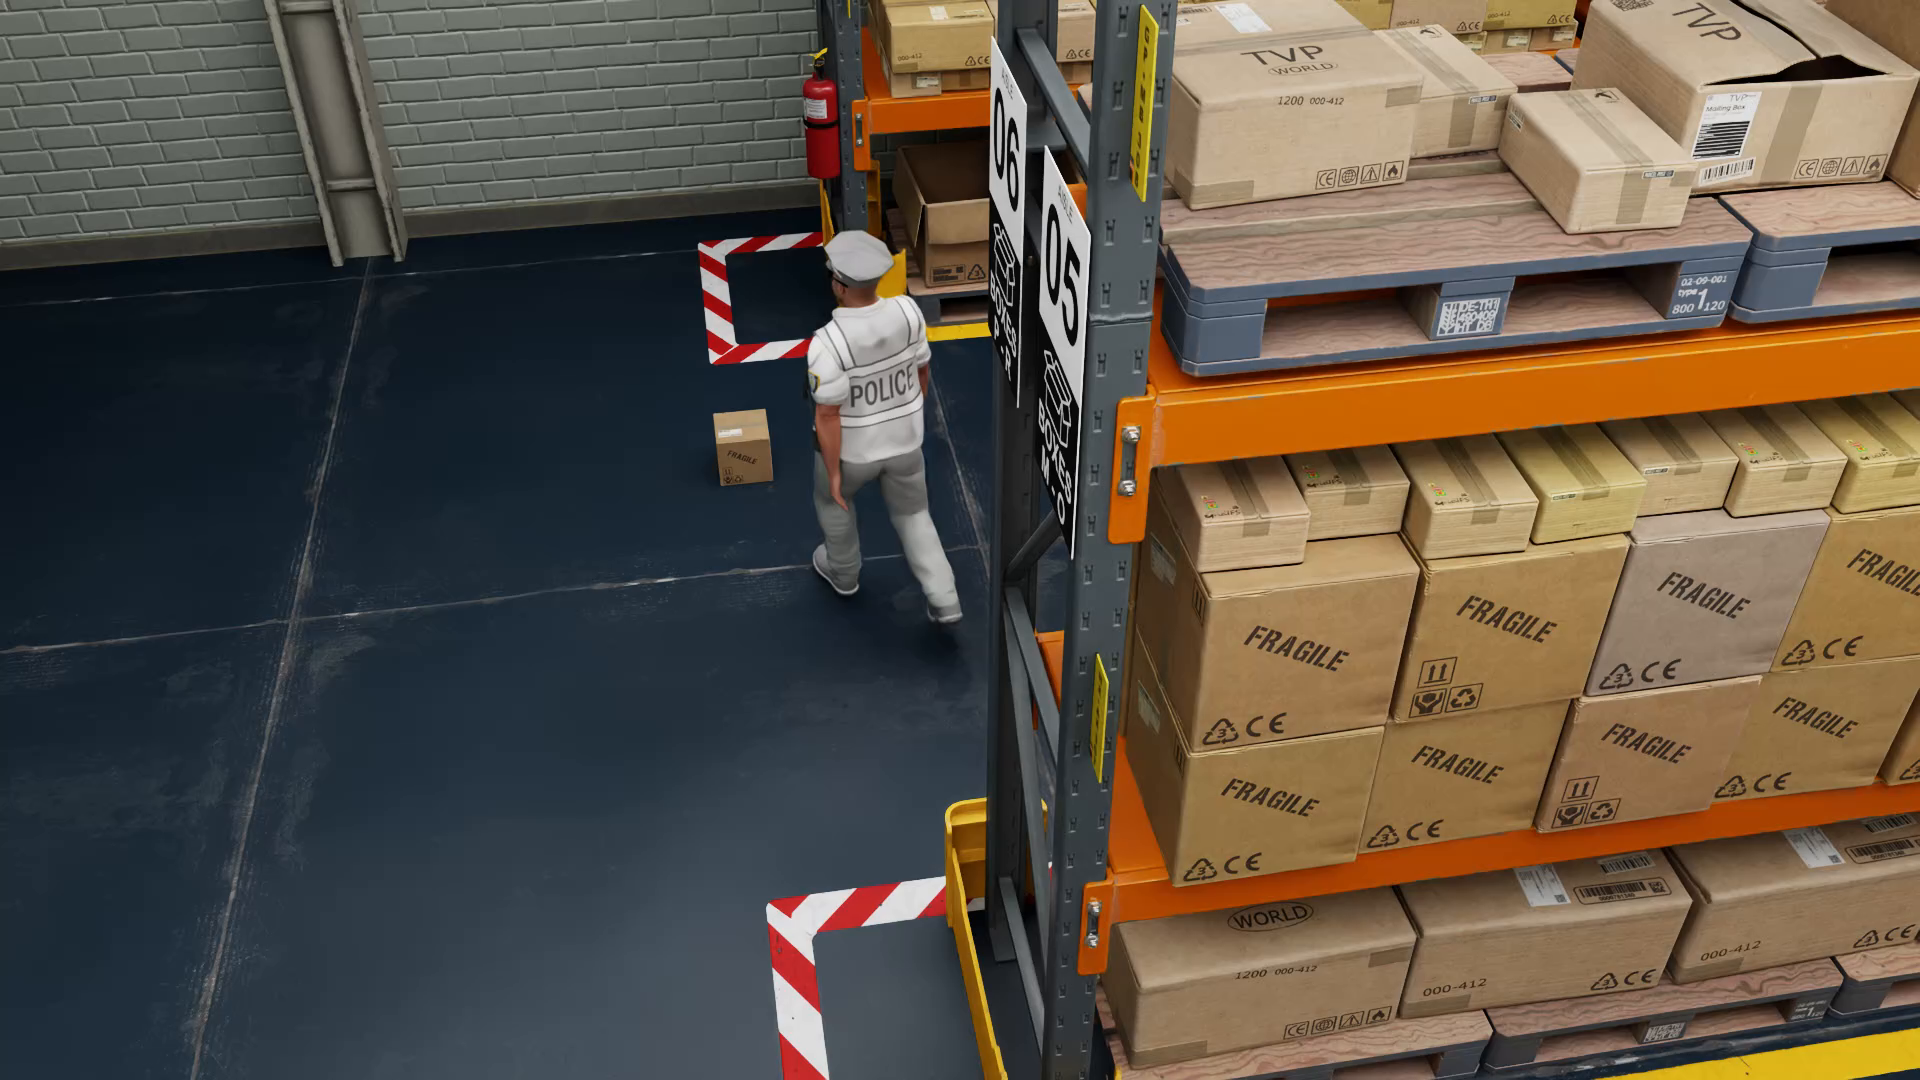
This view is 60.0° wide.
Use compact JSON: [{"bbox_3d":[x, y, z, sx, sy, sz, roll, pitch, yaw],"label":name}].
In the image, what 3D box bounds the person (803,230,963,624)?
[{"bbox_3d":[-0.329,-0.391,6.628,0.537,1.722,0.907,-19,42,-22],"label":"person"}]
